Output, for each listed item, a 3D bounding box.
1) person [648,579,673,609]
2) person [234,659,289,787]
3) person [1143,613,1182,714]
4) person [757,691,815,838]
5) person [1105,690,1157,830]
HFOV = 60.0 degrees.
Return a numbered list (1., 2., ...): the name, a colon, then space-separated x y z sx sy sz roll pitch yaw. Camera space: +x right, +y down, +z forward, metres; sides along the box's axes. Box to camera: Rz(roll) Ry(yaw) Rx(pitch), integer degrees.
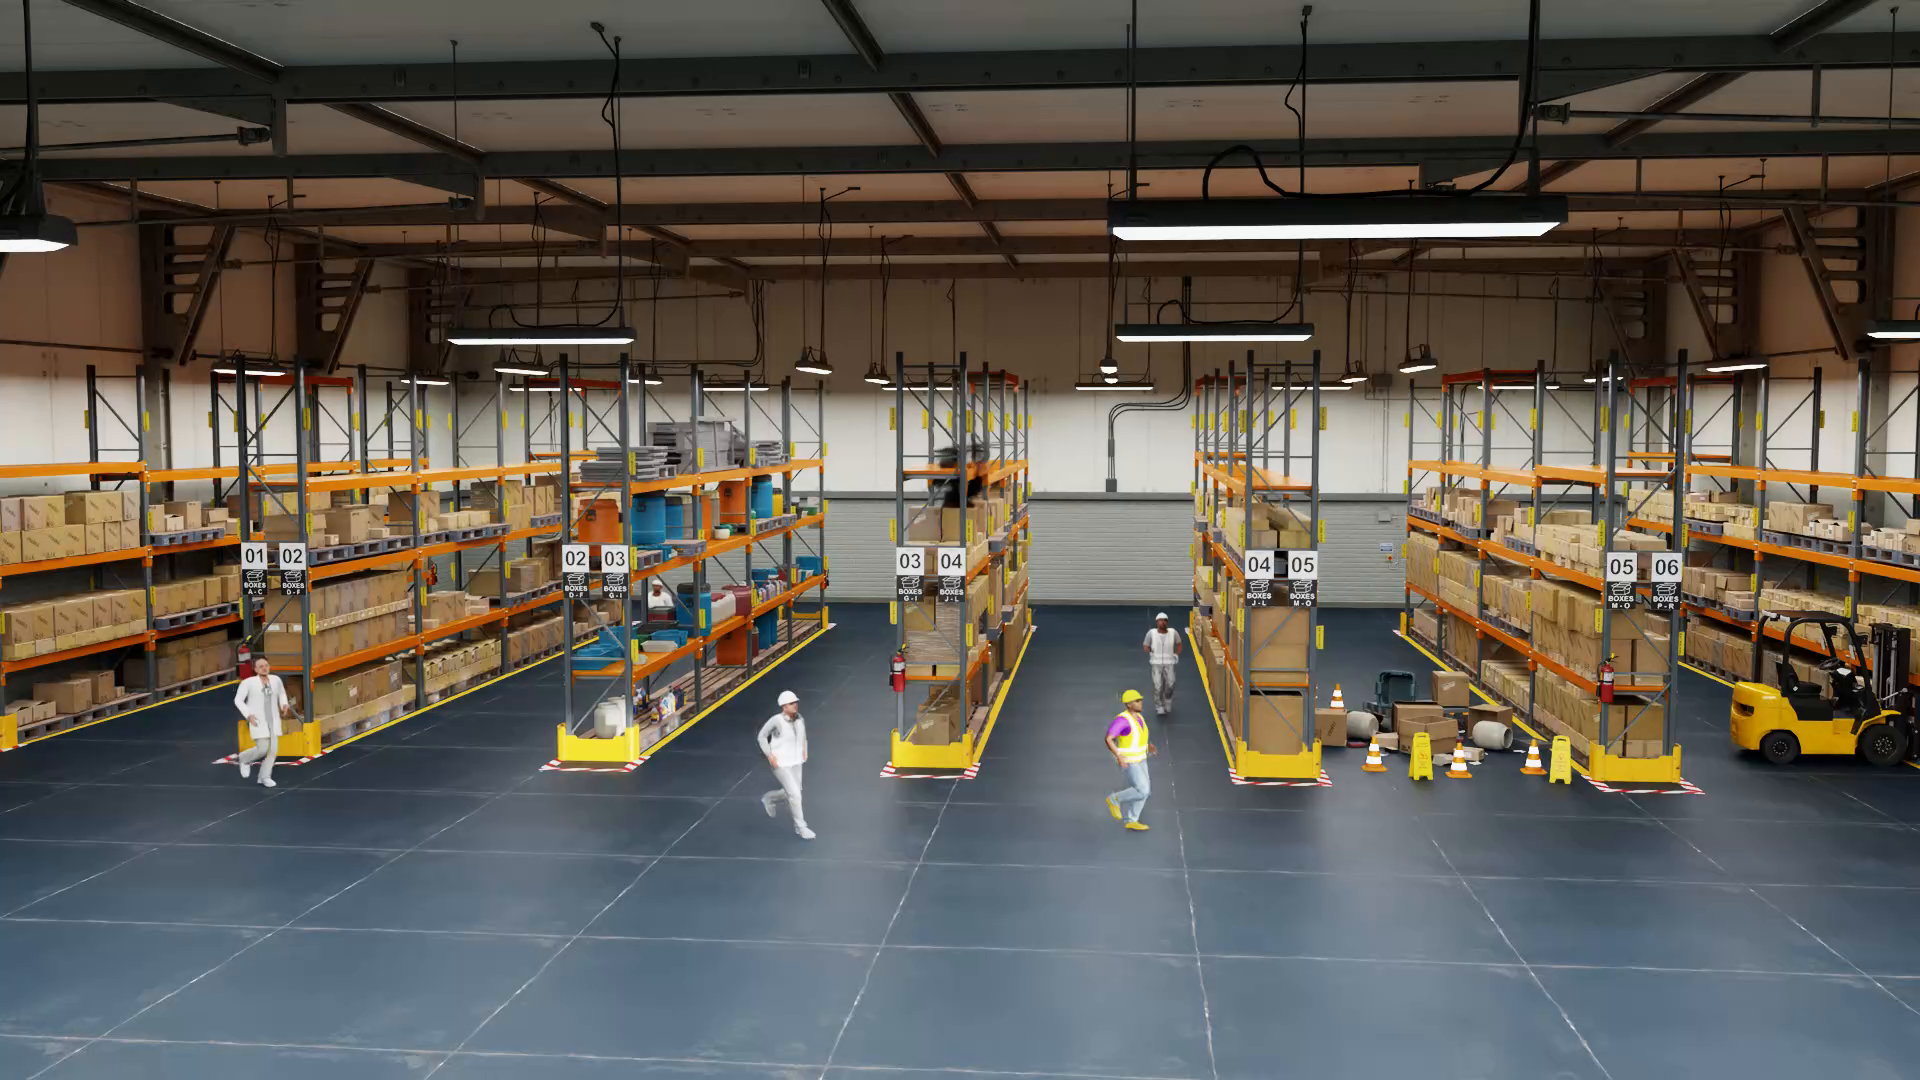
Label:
1. person: -6.245 1.701 34.225 0.672 1.803 0.739 0 4 -1
2. person: -9.634 2.506 22.992 0.690 1.751 0.706 4 5 41
3. person: 3.455 2.113 28.295 0.669 1.737 0.583 0 4 3
4. person: -2.132 2.702 20.205 0.898 1.765 0.681 4 5 41
5. person: 2.107 2.695 20.402 0.592 1.722 0.714 3 5 32
